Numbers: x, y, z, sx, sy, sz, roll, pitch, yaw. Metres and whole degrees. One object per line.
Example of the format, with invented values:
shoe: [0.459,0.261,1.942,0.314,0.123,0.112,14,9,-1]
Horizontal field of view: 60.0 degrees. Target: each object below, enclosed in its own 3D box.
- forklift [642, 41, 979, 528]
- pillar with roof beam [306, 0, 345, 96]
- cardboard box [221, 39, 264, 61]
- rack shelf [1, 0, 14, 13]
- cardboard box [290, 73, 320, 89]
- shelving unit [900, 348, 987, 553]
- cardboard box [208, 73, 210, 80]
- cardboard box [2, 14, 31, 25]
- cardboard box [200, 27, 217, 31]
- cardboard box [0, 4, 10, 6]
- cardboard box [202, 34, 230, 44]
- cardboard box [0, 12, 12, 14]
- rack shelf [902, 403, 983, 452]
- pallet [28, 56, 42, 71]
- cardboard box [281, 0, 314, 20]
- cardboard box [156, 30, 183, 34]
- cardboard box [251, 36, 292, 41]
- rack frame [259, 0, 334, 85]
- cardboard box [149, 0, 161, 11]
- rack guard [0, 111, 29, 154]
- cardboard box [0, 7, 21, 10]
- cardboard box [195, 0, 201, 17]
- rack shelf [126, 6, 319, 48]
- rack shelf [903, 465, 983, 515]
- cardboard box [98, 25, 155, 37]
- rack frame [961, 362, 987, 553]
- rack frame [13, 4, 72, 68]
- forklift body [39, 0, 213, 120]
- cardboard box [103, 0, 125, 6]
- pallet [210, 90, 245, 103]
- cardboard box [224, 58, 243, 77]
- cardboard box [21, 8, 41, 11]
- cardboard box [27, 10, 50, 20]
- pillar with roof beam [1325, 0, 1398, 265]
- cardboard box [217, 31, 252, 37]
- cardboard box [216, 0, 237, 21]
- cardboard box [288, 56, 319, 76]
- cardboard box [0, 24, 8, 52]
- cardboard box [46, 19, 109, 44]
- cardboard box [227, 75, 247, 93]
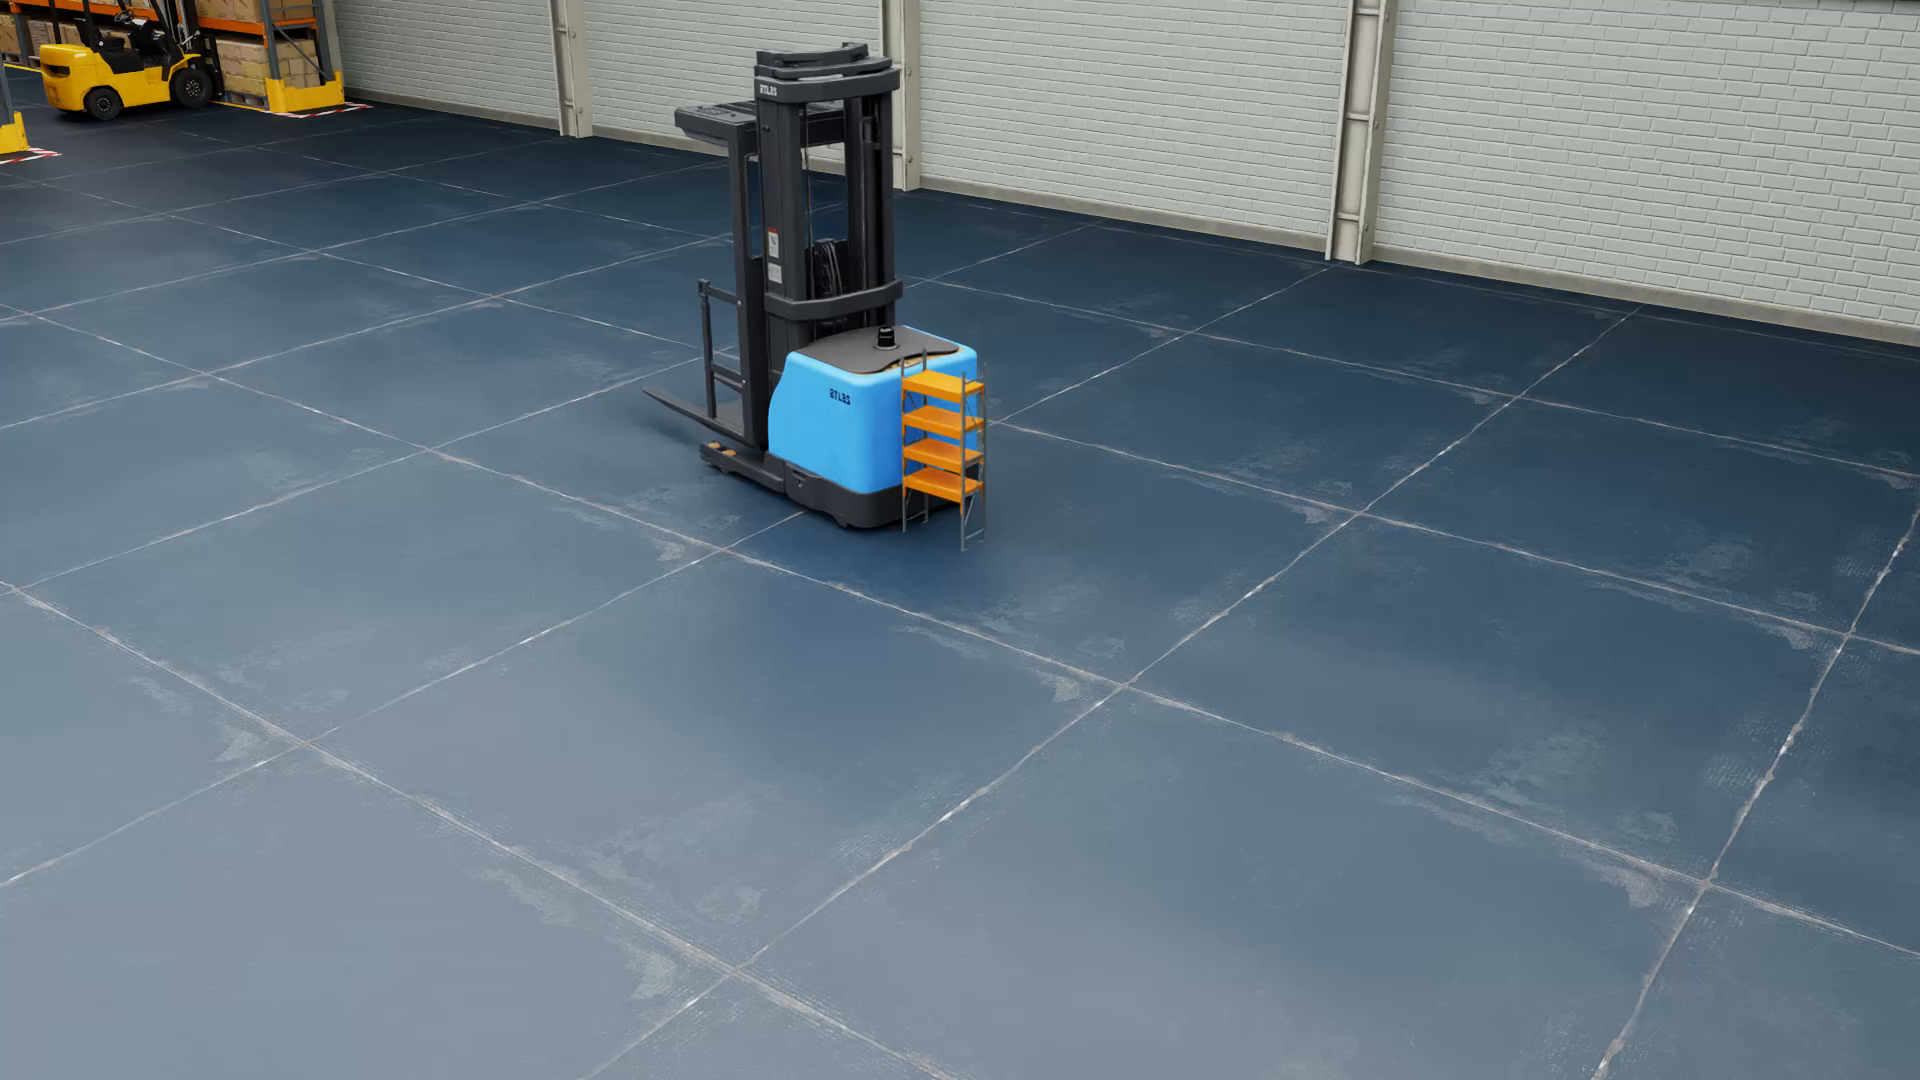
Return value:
forklift: [-1.215,-1.933,11.503,1.130,2.935,3.031,-19,30,-37]
pillar with roof beam: [-12.912,-10.028,22.350,0.400,9.000,9.100,17,29,33]
cardboard box: [-11.282,-7.737,26.238,0.500,0.250,0.500,17,29,34]
rack shelf: [-18.316,-10.302,31.303,4.000,0.370,1.077,17,29,33]
cardboard box: [-10.590,-7.329,26.552,0.500,0.250,0.500,17,29,34]
shelving unit: [-0.101,-0.570,10.555,0.503,1.200,0.258,18,29,35]
cardboard box: [-12.096,-7.524,26.996,0.500,0.250,0.500,18,29,35]
cardboard box: [-17.262,-9.530,30.435,0.250,0.149,0.380,15,28,31]
cardboard box: [-12.590,-8.397,27.738,0.500,0.250,0.500,16,29,33]
cardboard box: [-18.387,-10.165,31.874,0.250,0.149,0.380,17,29,34]
cardboard box: [-12.092,-7.980,26.792,0.500,0.250,0.500,16,28,32]
cardboard box: [-17.684,-9.664,30.739,0.250,0.149,0.380,16,28,32]
rack shelf: [-0.101,-0.713,10.492,0.480,0.148,0.258,18,29,35]
pallet: [-16.080,-8.660,30.142,1.213,0.211,1.003,17,29,33]
cardboard box: [-10.544,-8.468,26.125,0.500,0.500,0.500,18,29,35]
cardboard box: [-12.913,-8.227,27.350,0.500,0.250,0.500,17,29,33]
cardboard box: [-10.987,-7.901,26.612,0.500,0.250,0.500,17,29,33]
rack frame: [-10.314,-8.213,25.670,0.127,3.000,1.000,17,29,33]
cardboard box: [-12.889,-8.914,27.137,0.500,0.500,0.500,17,29,34]
rack guard: [-13.349,-5.485,22.579,0.348,0.500,1.175,17,29,33]
cardboard box: [-18.013,-10.015,31.534,0.250,0.149,0.380,17,29,34]
cardboard box: [-12.094,-8.663,26.568,0.500,0.500,0.500,17,29,34]
rack shelf: [-11.914,-8.367,26.913,4.000,0.370,1.077,17,29,33]
rack shelf: [-0.101,-0.326,10.662,0.480,0.148,0.258,18,29,35]
cardboard box: [-14.555,-8.598,28.969,0.625,0.625,0.875,16,29,33]
rack frame: [0.089,-0.508,10.415,0.015,1.200,0.240,18,29,35]
rack frame: [-16.715,-10.147,30.061,0.127,3.000,1.000,17,29,33]
forklift body: [-12.925,-7.694,25.546,1.214,2.155,2.313,17,29,33]
cardboard box: [-14.075,-9.149,27.981,0.500,0.250,0.500,18,29,34]
pallet: [-11.923,-7.404,27.291,1.213,0.211,1.003,17,29,33]
cardboard box: [-11.286,-7.517,26.360,0.500,0.250,0.500,16,29,33]
cardboard box: [-17.551,-9.922,31.324,0.250,0.149,0.380,15,28,31]
cardboard box: [-17.142,-9.792,31.029,0.250,0.149,0.380,18,29,35]
pillar with roof beam: [1.491,-5.676,12.471,0.400,9.000,9.100,17,29,33]
cardboard box: [-11.787,-8.152,27.181,0.500,0.250,0.500,16,28,32]
cardboard box: [-11.275,-8.421,26.019,0.500,0.500,0.500,18,29,35]
cardboard box: [-10.566,-7.556,26.449,0.500,0.250,0.500,17,29,34]
cardboard box: [-17.577,-9.353,30.837,0.500,0.500,0.500,16,29,33]
cardboard box: [-15.697,-8.942,29.750,0.625,0.625,0.875,18,29,35]
cardboard box: [-11.272,-7.282,26.446,0.500,0.250,0.500,17,29,33]
